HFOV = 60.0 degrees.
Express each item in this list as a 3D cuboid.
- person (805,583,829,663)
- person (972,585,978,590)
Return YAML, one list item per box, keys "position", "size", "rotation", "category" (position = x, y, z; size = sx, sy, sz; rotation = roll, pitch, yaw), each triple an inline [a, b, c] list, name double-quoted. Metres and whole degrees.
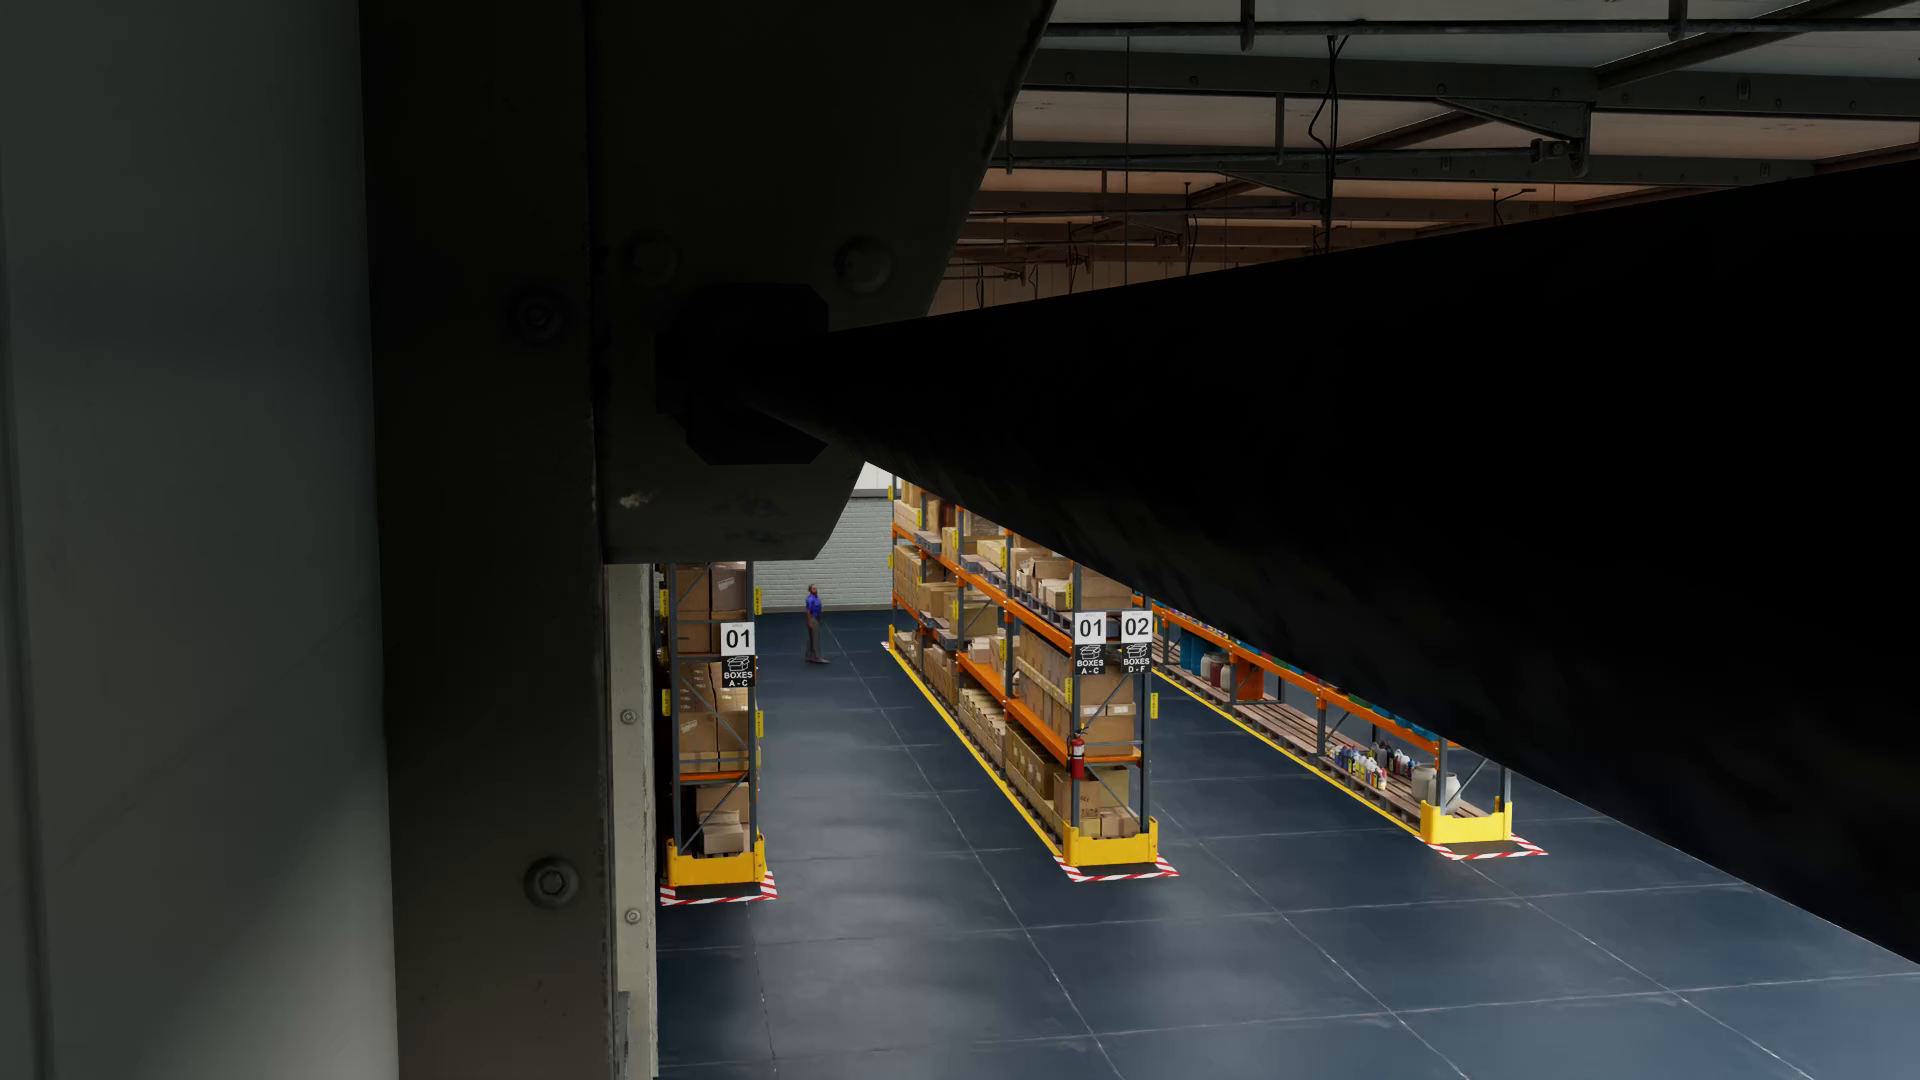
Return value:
- position: [-2.998, 1.743, 34.933]
  size: [0.557, 1.662, 0.488]
  rotation: [1, 6, 10]
  category: "person"
- position: [0.296, 1.072, 41.041]
  size: [0.463, 1.707, 0.484]
  rotation: [-4, 7, -31]
  category: "person"
